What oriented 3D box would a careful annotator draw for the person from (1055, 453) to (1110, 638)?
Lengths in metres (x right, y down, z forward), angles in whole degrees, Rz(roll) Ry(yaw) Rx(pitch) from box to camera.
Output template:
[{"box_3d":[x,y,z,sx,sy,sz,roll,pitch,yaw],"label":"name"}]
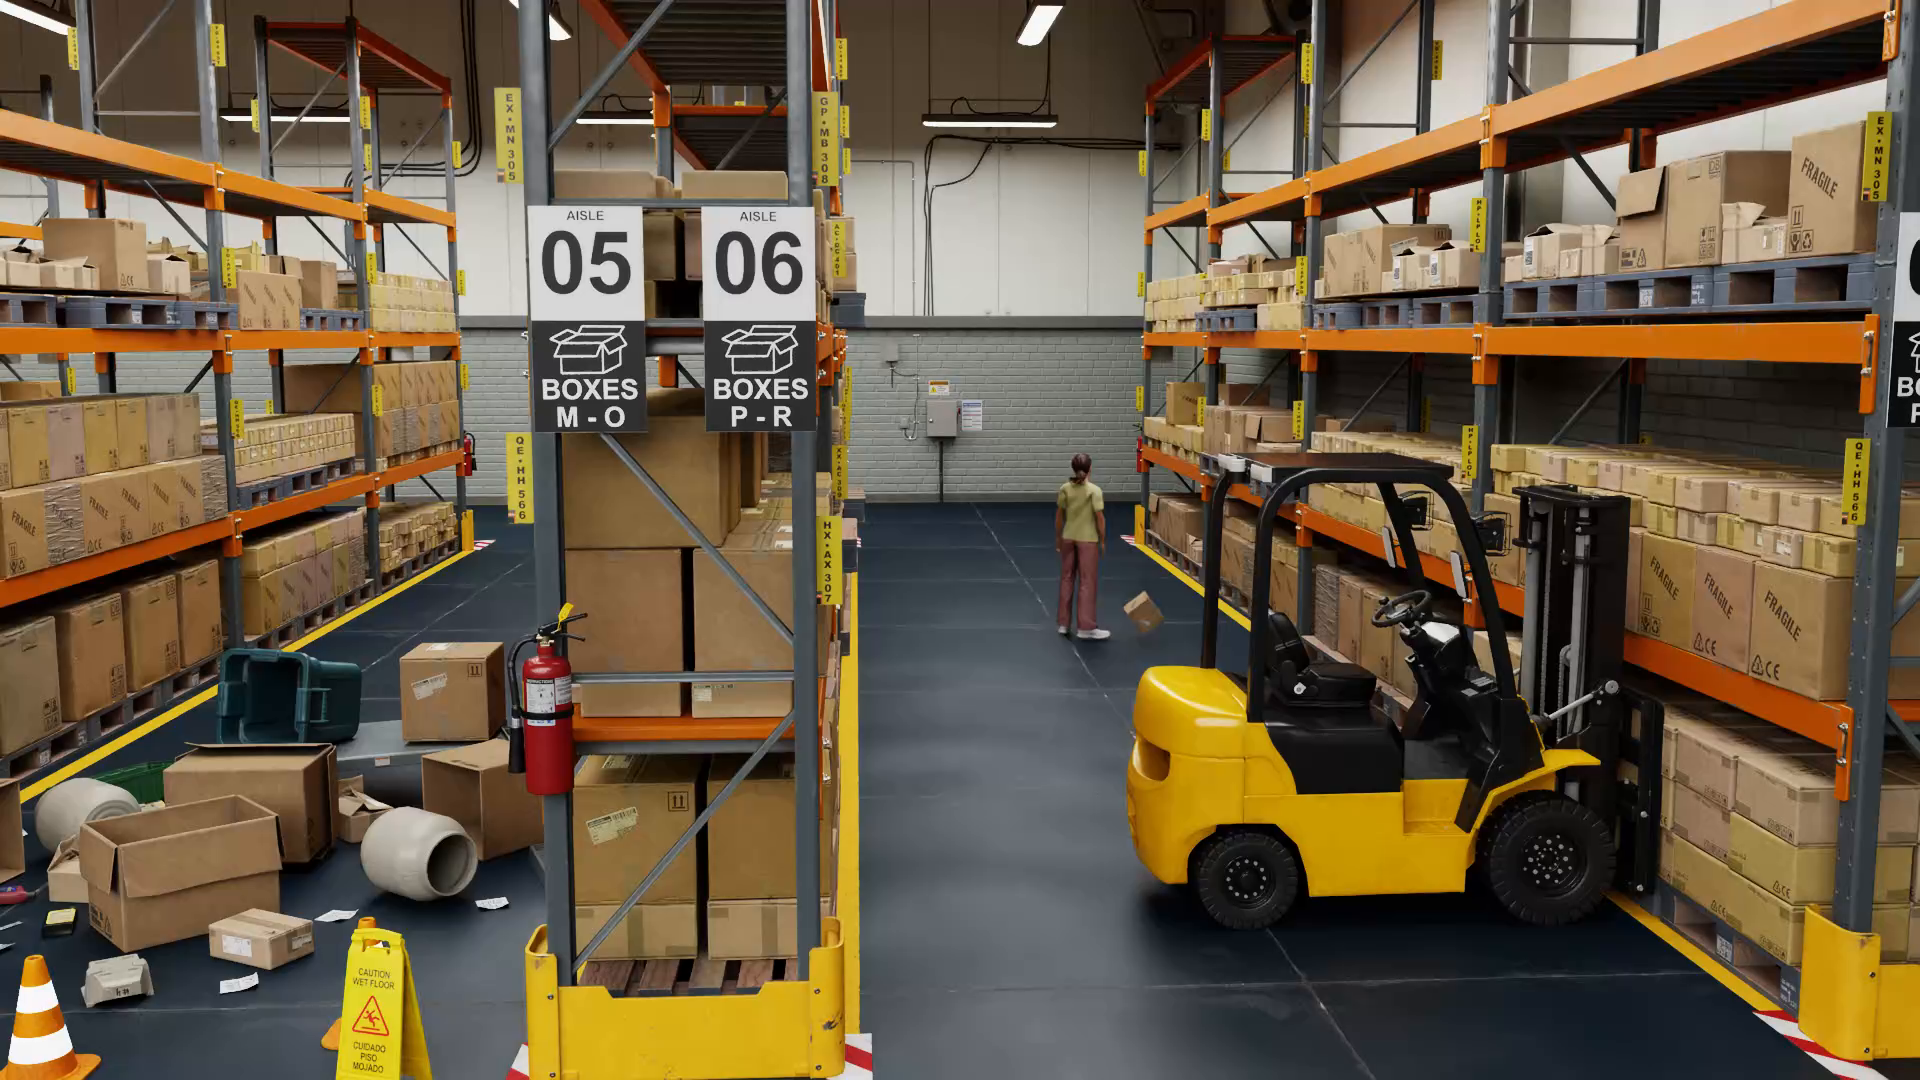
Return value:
[{"box_3d":[1.116,0.042,15.207,0.573,1.679,0.375,4,8,33],"label":"person"}]
